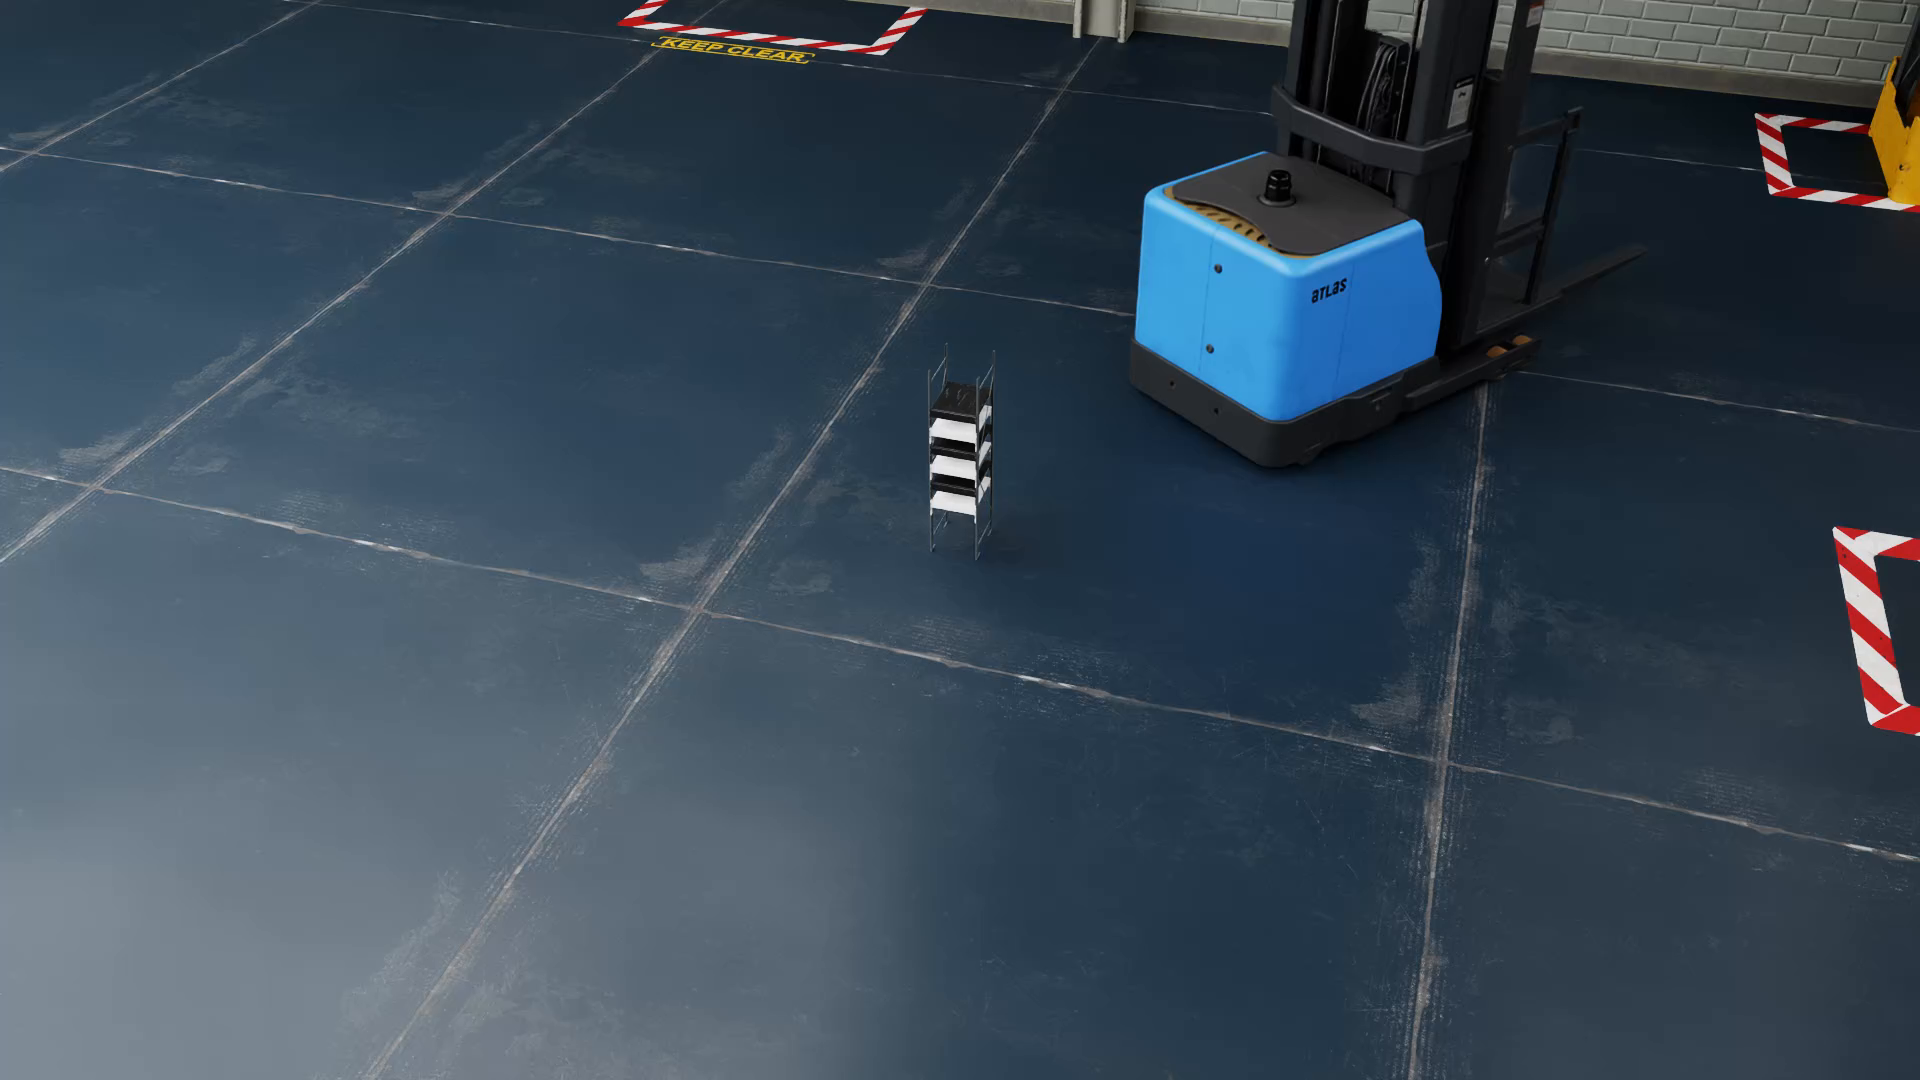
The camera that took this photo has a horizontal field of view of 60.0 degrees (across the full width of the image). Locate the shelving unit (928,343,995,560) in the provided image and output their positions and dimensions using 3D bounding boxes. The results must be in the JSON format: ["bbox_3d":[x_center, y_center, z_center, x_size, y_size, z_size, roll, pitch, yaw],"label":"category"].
[{"bbox_3d":[0.008,-0.361,6.981,0.210,0.900,0.258,10,38,14],"label":"shelving unit"}]

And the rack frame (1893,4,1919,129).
[{"bbox_3d":[5.870,-3.556,9.551,0.127,3.000,1.000,10,38,14],"label":"rack frame"}]

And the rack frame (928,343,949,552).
[{"bbox_3d":[-0.089,-0.379,7.006,0.006,0.900,0.240,10,38,14],"label":"rack frame"}]

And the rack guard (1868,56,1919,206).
[{"bbox_3d":[5.943,-2.536,10.274,0.348,0.500,1.175,10,38,14],"label":"rack guard"}]

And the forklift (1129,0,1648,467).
[{"bbox_3d":[2.319,-2.210,7.780,3.031,2.935,1.130,-24,42,-29],"label":"forklift"}]

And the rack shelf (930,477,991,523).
[{"bbox_3d":[0.008,-0.189,7.108,0.200,0.077,0.258,10,38,14],"label":"rack shelf"}]

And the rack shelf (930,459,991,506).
[{"bbox_3d":[0.008,-0.262,7.054,0.200,0.077,0.258,10,38,14],"label":"rack shelf"}]

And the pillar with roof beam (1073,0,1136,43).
[{"bbox_3d":[-0.215,-4.963,6.401,0.400,9.000,9.100,10,38,14],"label":"pillar with roof beam"}]

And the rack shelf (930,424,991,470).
[{"bbox_3d":[0.008,-0.407,6.948,0.200,0.077,0.258,10,38,14],"label":"rack shelf"}]

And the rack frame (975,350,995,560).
[{"bbox_3d":[0.105,-0.343,6.957,0.006,0.900,0.240,10,38,14],"label":"rack frame"}]

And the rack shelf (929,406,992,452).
[{"bbox_3d":[0.008,-0.479,6.894,0.200,0.077,0.258,10,38,14],"label":"rack shelf"}]

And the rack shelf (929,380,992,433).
[{"bbox_3d":[0.008,-0.552,6.841,0.200,0.077,0.258,10,38,14],"label":"rack shelf"}]

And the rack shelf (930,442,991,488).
[{"bbox_3d":[0.008,-0.334,7.001,0.200,0.077,0.258,10,38,14],"label":"rack shelf"}]
